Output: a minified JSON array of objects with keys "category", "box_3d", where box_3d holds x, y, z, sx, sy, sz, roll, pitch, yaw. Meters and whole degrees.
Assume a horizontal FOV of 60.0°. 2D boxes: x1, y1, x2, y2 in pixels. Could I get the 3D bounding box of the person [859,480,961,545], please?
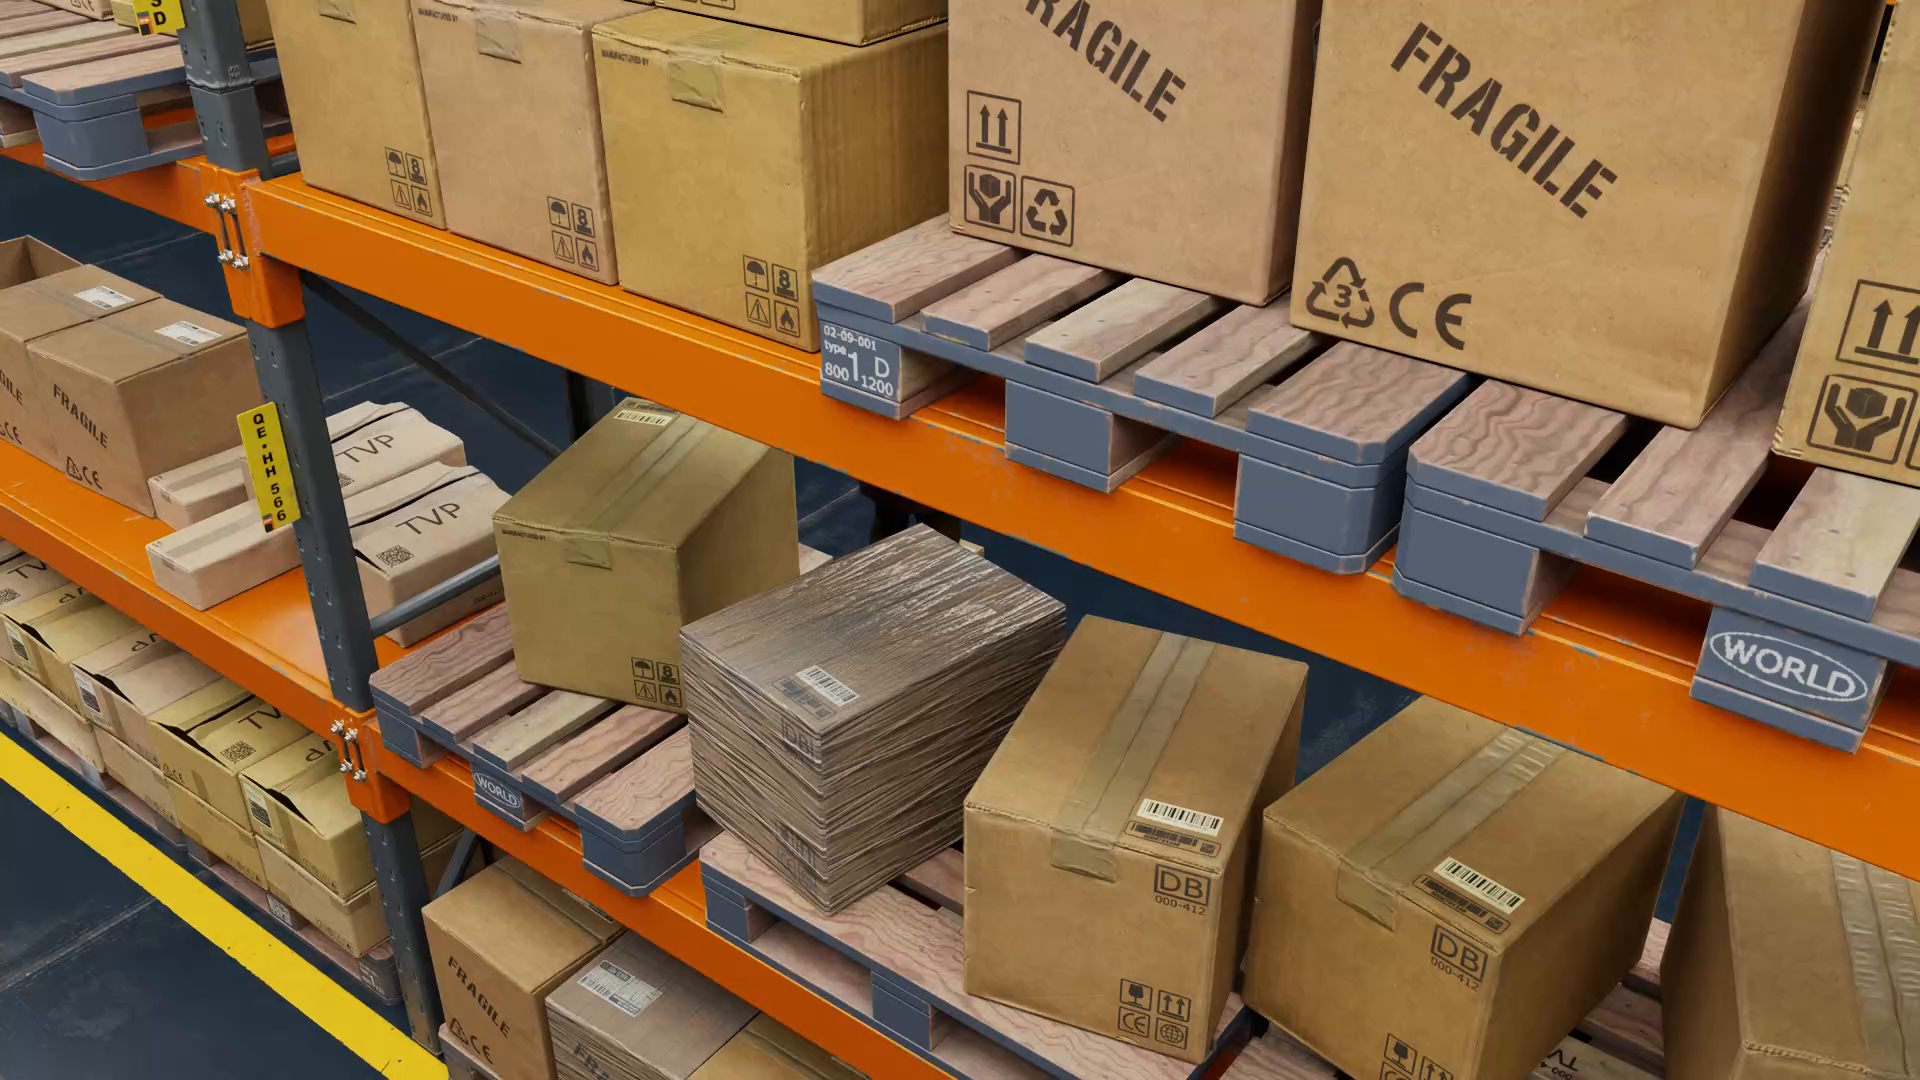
[{"category":"person","box_3d":[-0.213,-0.403,6.831,0.653,1.774,0.416,20,36,31]}]
